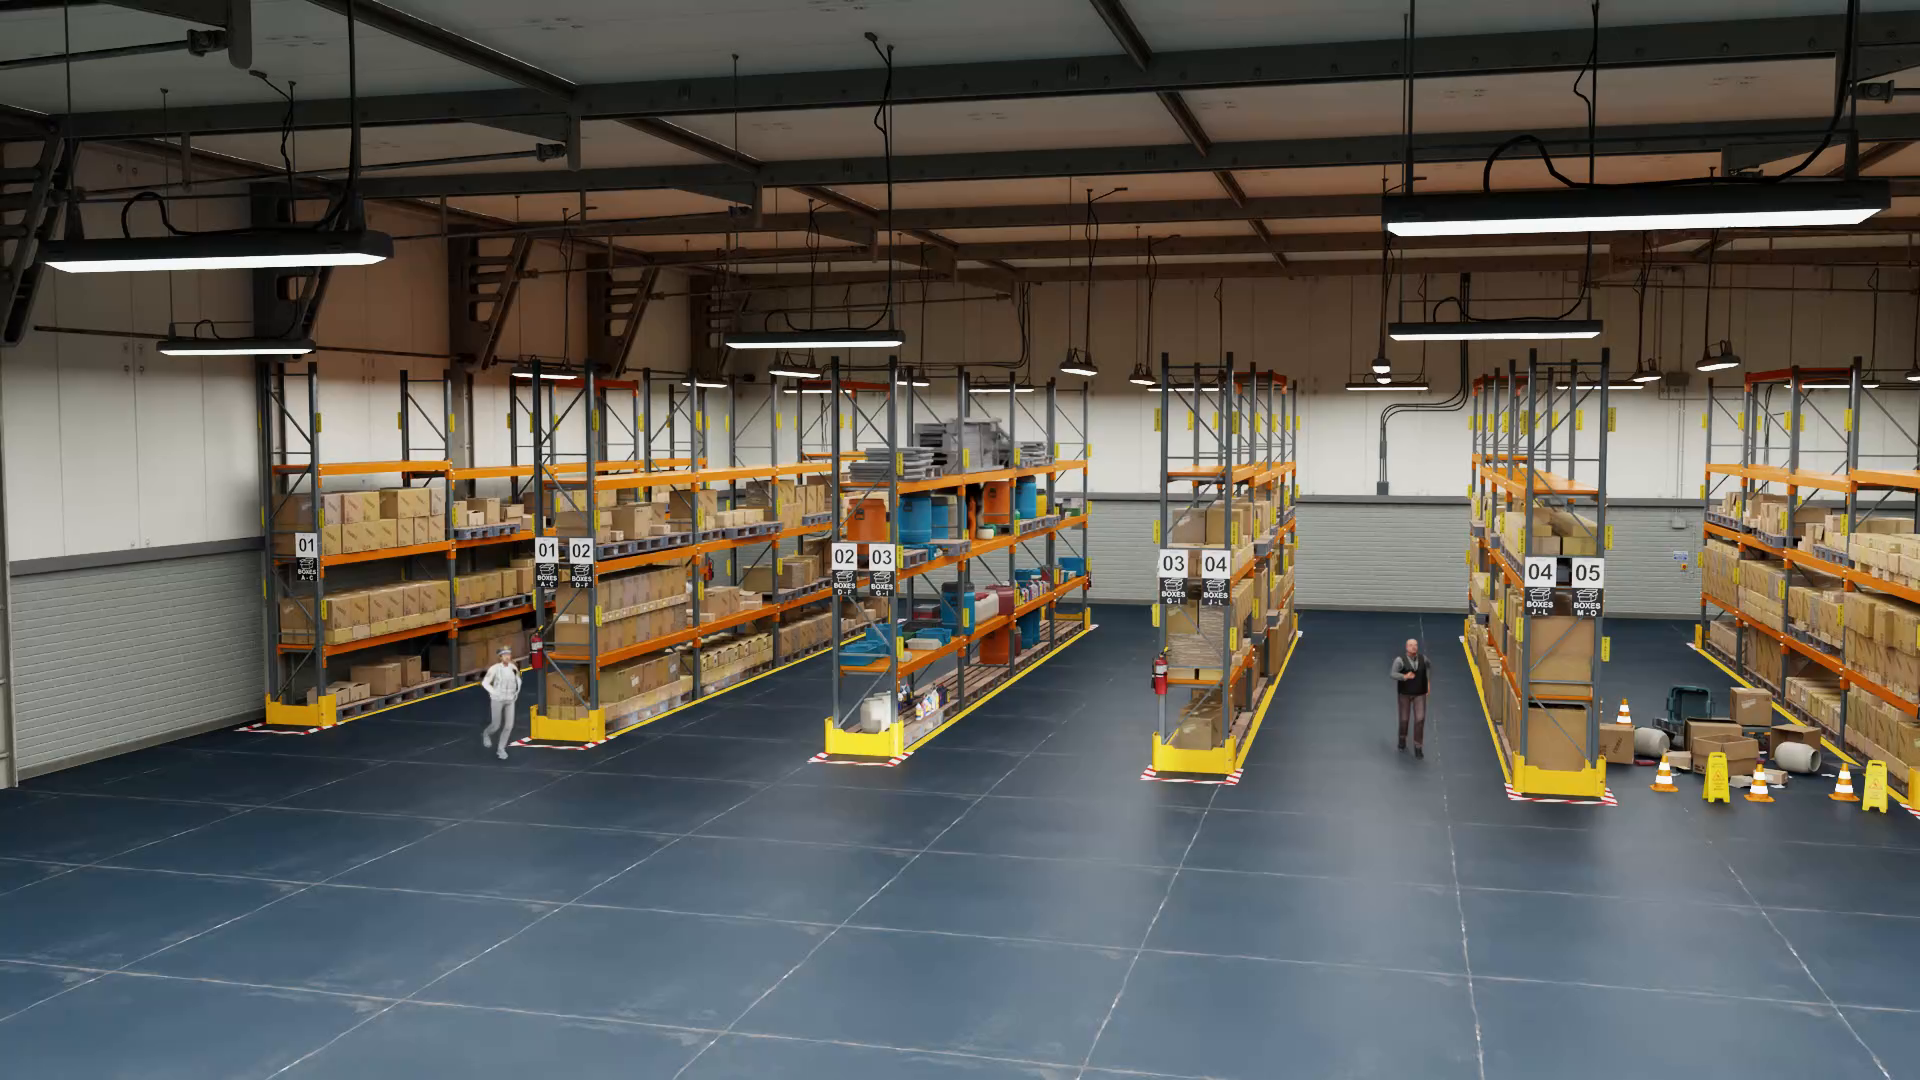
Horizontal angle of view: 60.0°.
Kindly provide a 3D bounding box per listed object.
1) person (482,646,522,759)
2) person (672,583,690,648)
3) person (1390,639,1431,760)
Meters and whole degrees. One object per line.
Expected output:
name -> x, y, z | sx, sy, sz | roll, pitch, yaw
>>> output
person -> -6.903, 2.418, 25.105 | 0.635, 1.676, 0.691 | -3, 5, -36
person -> -6.328, 1.526, 37.398 | 0.549, 1.755, 0.781 | 0, 4, 5
person -> 6.796, 2.368, 25.074 | 0.658, 1.777, 0.828 | 0, 4, 6
